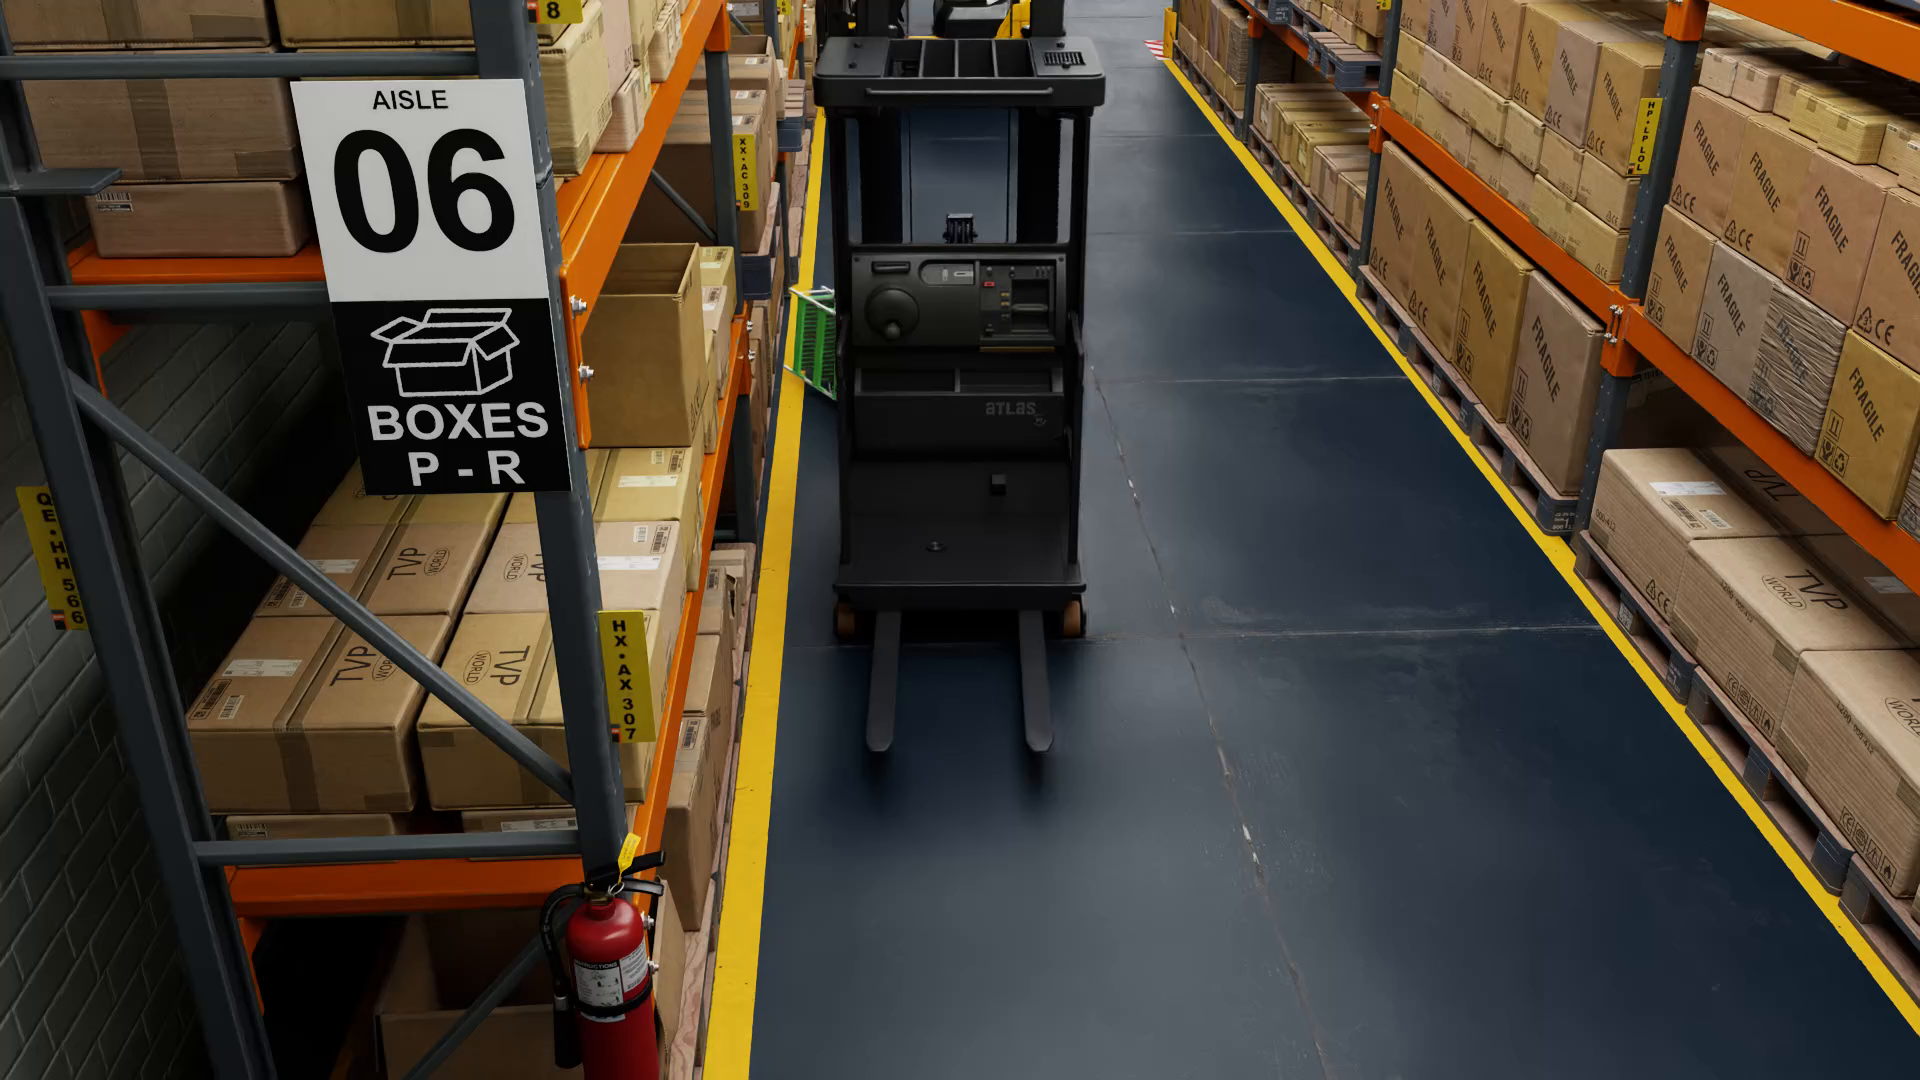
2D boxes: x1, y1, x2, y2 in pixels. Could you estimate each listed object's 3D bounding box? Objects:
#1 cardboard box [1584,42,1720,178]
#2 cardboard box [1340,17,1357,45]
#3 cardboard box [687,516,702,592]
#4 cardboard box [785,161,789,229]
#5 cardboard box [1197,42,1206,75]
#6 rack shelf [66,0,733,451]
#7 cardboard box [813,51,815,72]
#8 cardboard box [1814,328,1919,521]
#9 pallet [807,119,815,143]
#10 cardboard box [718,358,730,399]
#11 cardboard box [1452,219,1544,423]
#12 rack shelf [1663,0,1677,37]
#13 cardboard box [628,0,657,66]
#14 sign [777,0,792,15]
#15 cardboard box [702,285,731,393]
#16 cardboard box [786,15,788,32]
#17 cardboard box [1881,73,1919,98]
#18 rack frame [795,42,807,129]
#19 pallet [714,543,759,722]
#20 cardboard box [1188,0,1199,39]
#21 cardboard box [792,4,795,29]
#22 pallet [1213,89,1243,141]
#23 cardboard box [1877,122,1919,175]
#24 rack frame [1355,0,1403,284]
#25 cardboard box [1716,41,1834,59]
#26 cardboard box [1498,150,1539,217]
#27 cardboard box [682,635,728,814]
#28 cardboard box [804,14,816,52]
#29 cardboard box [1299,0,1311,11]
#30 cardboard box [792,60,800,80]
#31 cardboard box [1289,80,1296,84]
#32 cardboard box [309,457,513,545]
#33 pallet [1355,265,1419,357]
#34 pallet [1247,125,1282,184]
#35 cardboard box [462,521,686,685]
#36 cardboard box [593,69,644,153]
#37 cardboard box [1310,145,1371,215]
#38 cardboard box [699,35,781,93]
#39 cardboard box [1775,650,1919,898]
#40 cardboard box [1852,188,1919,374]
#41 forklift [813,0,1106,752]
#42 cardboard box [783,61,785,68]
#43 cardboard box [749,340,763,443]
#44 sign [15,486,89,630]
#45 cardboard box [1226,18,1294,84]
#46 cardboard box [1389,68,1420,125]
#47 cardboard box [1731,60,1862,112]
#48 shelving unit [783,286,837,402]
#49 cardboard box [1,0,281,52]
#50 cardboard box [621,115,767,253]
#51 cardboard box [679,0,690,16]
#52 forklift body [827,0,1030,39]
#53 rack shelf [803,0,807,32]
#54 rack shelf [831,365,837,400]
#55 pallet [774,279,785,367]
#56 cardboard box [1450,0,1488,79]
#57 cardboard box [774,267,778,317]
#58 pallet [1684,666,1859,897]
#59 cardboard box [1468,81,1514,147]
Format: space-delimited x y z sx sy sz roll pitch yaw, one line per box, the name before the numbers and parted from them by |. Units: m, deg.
cardboard box | 3.227 -1.968 7.591 0.500 0.500 0.500 -1 28 -1
cardboard box | 2.896 -3.586 11.699 0.380 0.149 0.250 -2 28 -3
cardboard box | -1.008 0.045 5.191 0.380 0.149 0.250 -2 28 -4
cardboard box | -1.684 -2.428 11.775 0.875 0.625 0.625 -1 28 -1
cardboard box | 2.700 -4.922 16.963 0.500 0.250 0.500 0 28 1
rack shelf | -1.351 -1.246 4.930 1.077 0.370 4.000 -1 28 -3
cardboard box | -1.619 -4.505 15.623 0.500 0.250 0.500 -2 28 -3
cardboard box | 3.332 -0.402 5.668 0.500 0.500 0.500 -1 28 -1
pallet | -1.873 -3.985 15.663 1.003 0.211 1.213 -1 28 -3
cardboard box | -1.114 -0.667 6.557 0.380 0.149 0.250 -1 28 -1
cardboard box | 3.334 -1.226 9.200 0.875 0.875 0.875 -1 28 -1
rack shelf | 3.396 -3.215 8.705 1.077 0.370 4.000 -1 28 -3
cardboard box | -1.059 -1.389 4.267 0.500 0.250 0.500 -2 28 -4
sign | -1.123 -3.502 10.554 0.100 0.325 0.005 -1 28 -3
cardboard box | -1.145 -0.764 6.312 0.500 0.250 0.500 -1 28 -2
cardboard box | -1.469 -3.603 11.537 0.500 0.250 0.500 -1 28 -1
cardboard box | 3.743 -1.681 6.339 0.380 0.149 0.250 -1 28 -3
rack frame | -1.874 -4.853 14.312 1.000 3.000 0.127 -1 28 -3
pallet | -1.421 0.395 7.265 1.003 0.211 1.213 -1 28 -3
cardboard box | 2.674 -5.490 17.241 0.500 0.500 0.500 -2 28 -5
cardboard box | -1.559 -4.098 13.026 0.500 0.250 0.500 -1 28 -2
pallet | 3.013 -4.048 15.783 1.003 0.211 1.213 -1 28 -3
cardboard box | 3.375 -1.315 5.637 0.380 0.149 0.250 -1 28 -3
rack frame | 3.292 -3.128 11.003 1.000 3.000 0.127 -1 28 -3
cardboard box | 3.765 -1.978 7.610 0.500 0.500 0.500 -1 28 -2
cardboard box | 3.193 -1.884 8.780 0.500 0.250 0.500 -2 28 -4
cardboard box | -1.118 0.683 5.945 0.500 0.500 0.500 -1 28 -2
cardboard box | -1.602 -4.731 15.515 0.500 0.250 0.500 -1 28 -3
cardboard box | 2.837 -4.184 12.847 0.380 0.149 0.250 0 28 -1
cardboard box | -1.835 -3.746 14.302 0.875 0.625 0.625 0 28 0
cardboard box | 3.322 -4.221 15.619 0.500 0.250 0.500 -3 28 -5
cardboard box | -1.583 -0.050 4.943 0.500 0.250 0.500 -1 28 -1
pallet | 3.258 -1.525 10.946 1.003 0.211 1.213 -1 28 -3
pallet | 3.125 -3.379 14.500 1.003 0.211 1.213 -1 28 -3
cardboard box | -1.028 0.174 4.513 0.500 0.250 0.500 -1 28 -2
cardboard box | -0.978 -1.040 4.028 0.380 0.149 0.250 -1 28 -2
cardboard box | 3.226 -2.751 12.667 0.950 0.372 0.625 -2 28 -4
cardboard box | -1.395 -2.489 9.212 0.797 0.503 0.637 -2 28 -4
cardboard box | 3.519 0.792 5.805 0.875 0.438 0.875 -1 28 -1
cardboard box | 3.343 -0.839 5.426 0.500 0.500 0.500 -2 28 -3
forklift | -0.002 -1.009 7.015 1.130 2.935 3.031 0 28 0
cardboard box | -1.444 -3.150 11.209 0.500 0.250 0.500 -1 28 -2
cardboard box | -1.294 -0.711 8.619 0.500 0.500 0.500 -2 28 -3
sign | -1.802 0.039 3.338 0.100 0.325 0.005 -1 28 -3
cardboard box | 2.784 -4.541 15.422 0.500 0.500 0.500 -2 28 -3
cardboard box | 3.066 -2.829 10.593 0.500 0.250 0.500 -2 28 -4
cardboard box | 3.288 -1.786 6.539 0.380 0.149 0.250 -1 28 -2
shelving unit | -0.623 -1.073 9.720 0.258 0.503 1.200 -10 28 -34
cardboard box | -1.549 -1.127 3.224 0.500 0.250 0.500 -2 28 -4
cardboard box | -1.258 -1.618 7.547 0.700 0.500 0.500 -1 28 -1
cardboard box | -1.119 -1.868 5.615 0.380 0.149 0.250 -1 28 -3
forklift body | -0.162 -5.493 16.455 2.313 2.155 1.214 -1 28 -3
rack shelf | -1.978 -5.458 16.249 1.077 0.370 4.000 -1 28 -3
rack shelf | -0.587 -1.049 9.673 0.258 0.480 0.148 -10 28 -34
pallet | -1.664 -1.424 10.752 1.003 0.211 1.213 -1 28 -3
cardboard box | 3.121 -2.914 9.403 0.500 0.500 0.500 -1 28 -1
cardboard box | -1.412 -1.663 10.443 0.500 0.500 0.500 -2 28 -3
pallet | 3.529 0.874 6.346 1.003 0.211 1.213 -1 28 -3
cardboard box | 3.125 -2.339 9.113 0.500 0.250 0.500 -1 28 -2
